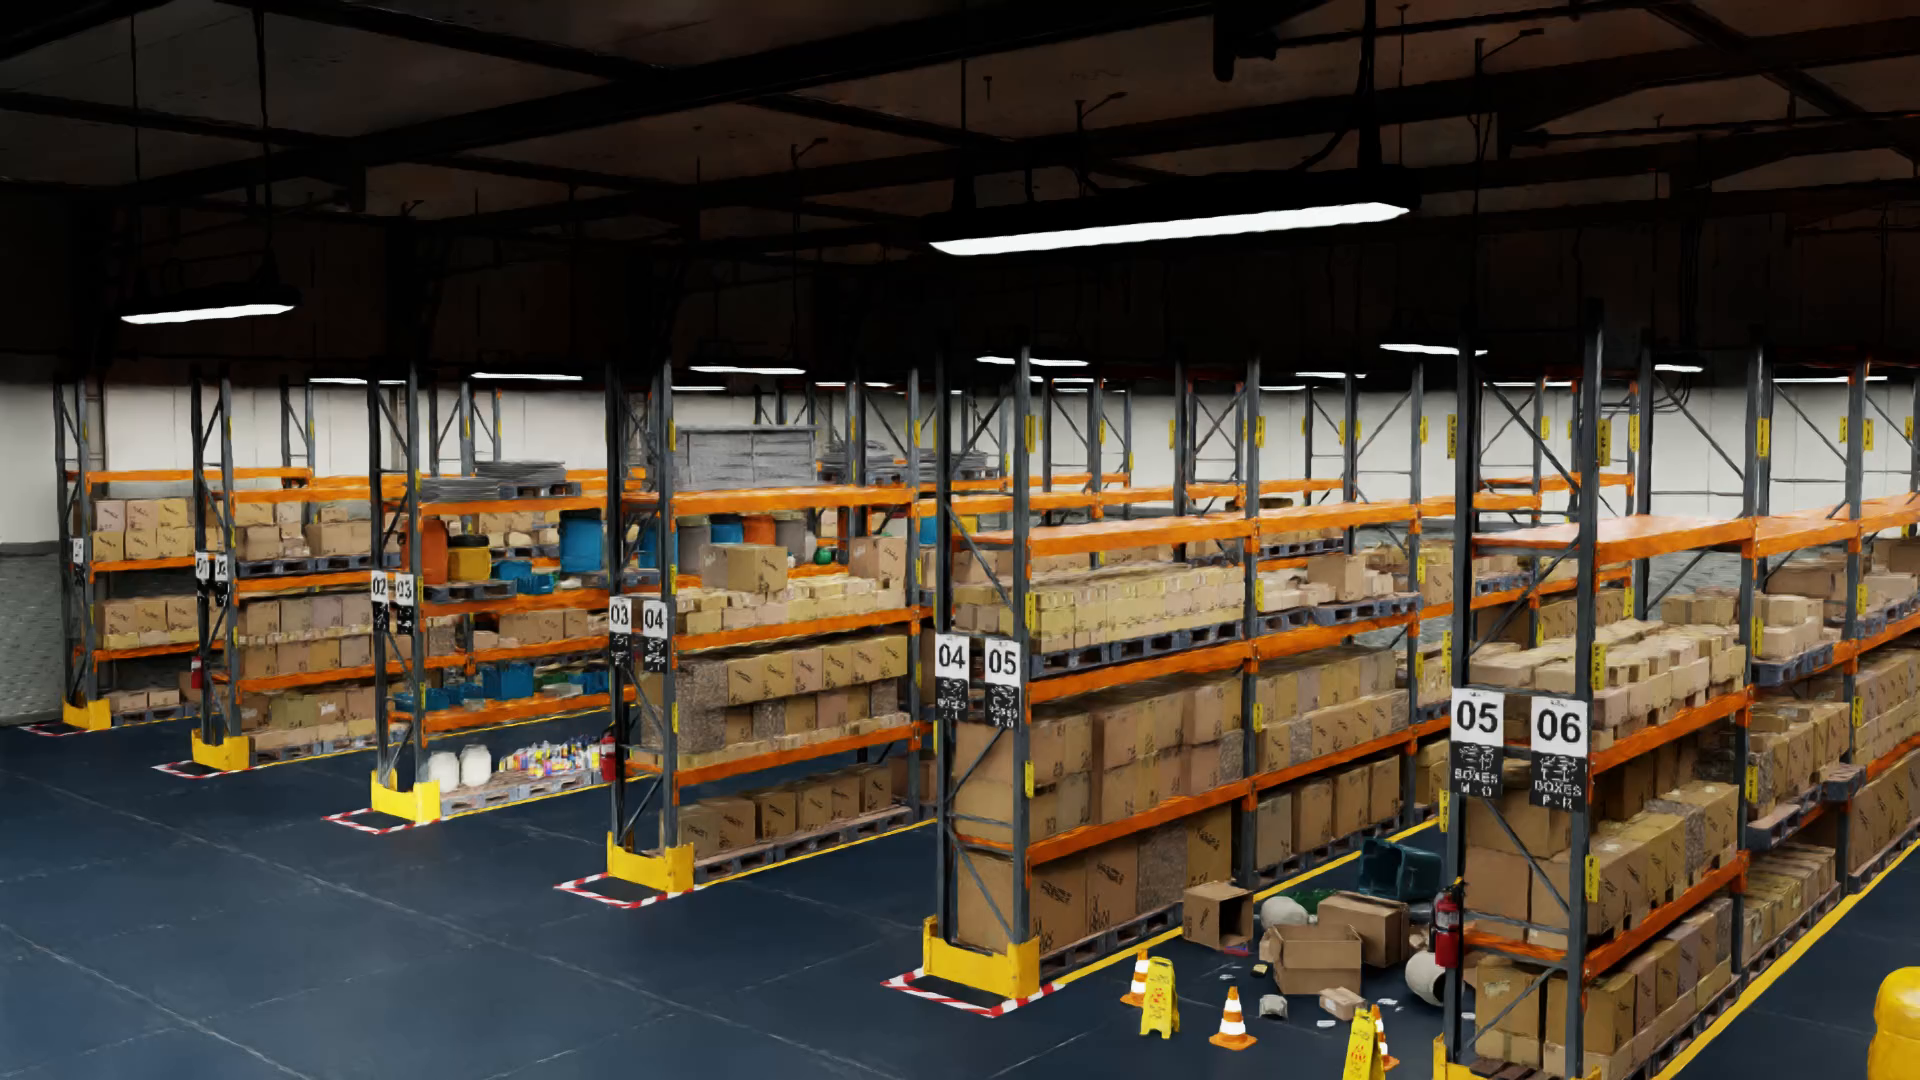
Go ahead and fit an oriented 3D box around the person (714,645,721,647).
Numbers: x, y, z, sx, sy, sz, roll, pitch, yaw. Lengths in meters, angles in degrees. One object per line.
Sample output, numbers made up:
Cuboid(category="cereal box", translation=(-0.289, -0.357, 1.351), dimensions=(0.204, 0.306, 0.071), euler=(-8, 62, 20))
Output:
Cuboid(category="person", translation=(-4.374, 2.112, 29.719), dimensions=(0.538, 1.784, 0.754), euler=(1, 4, 18))
